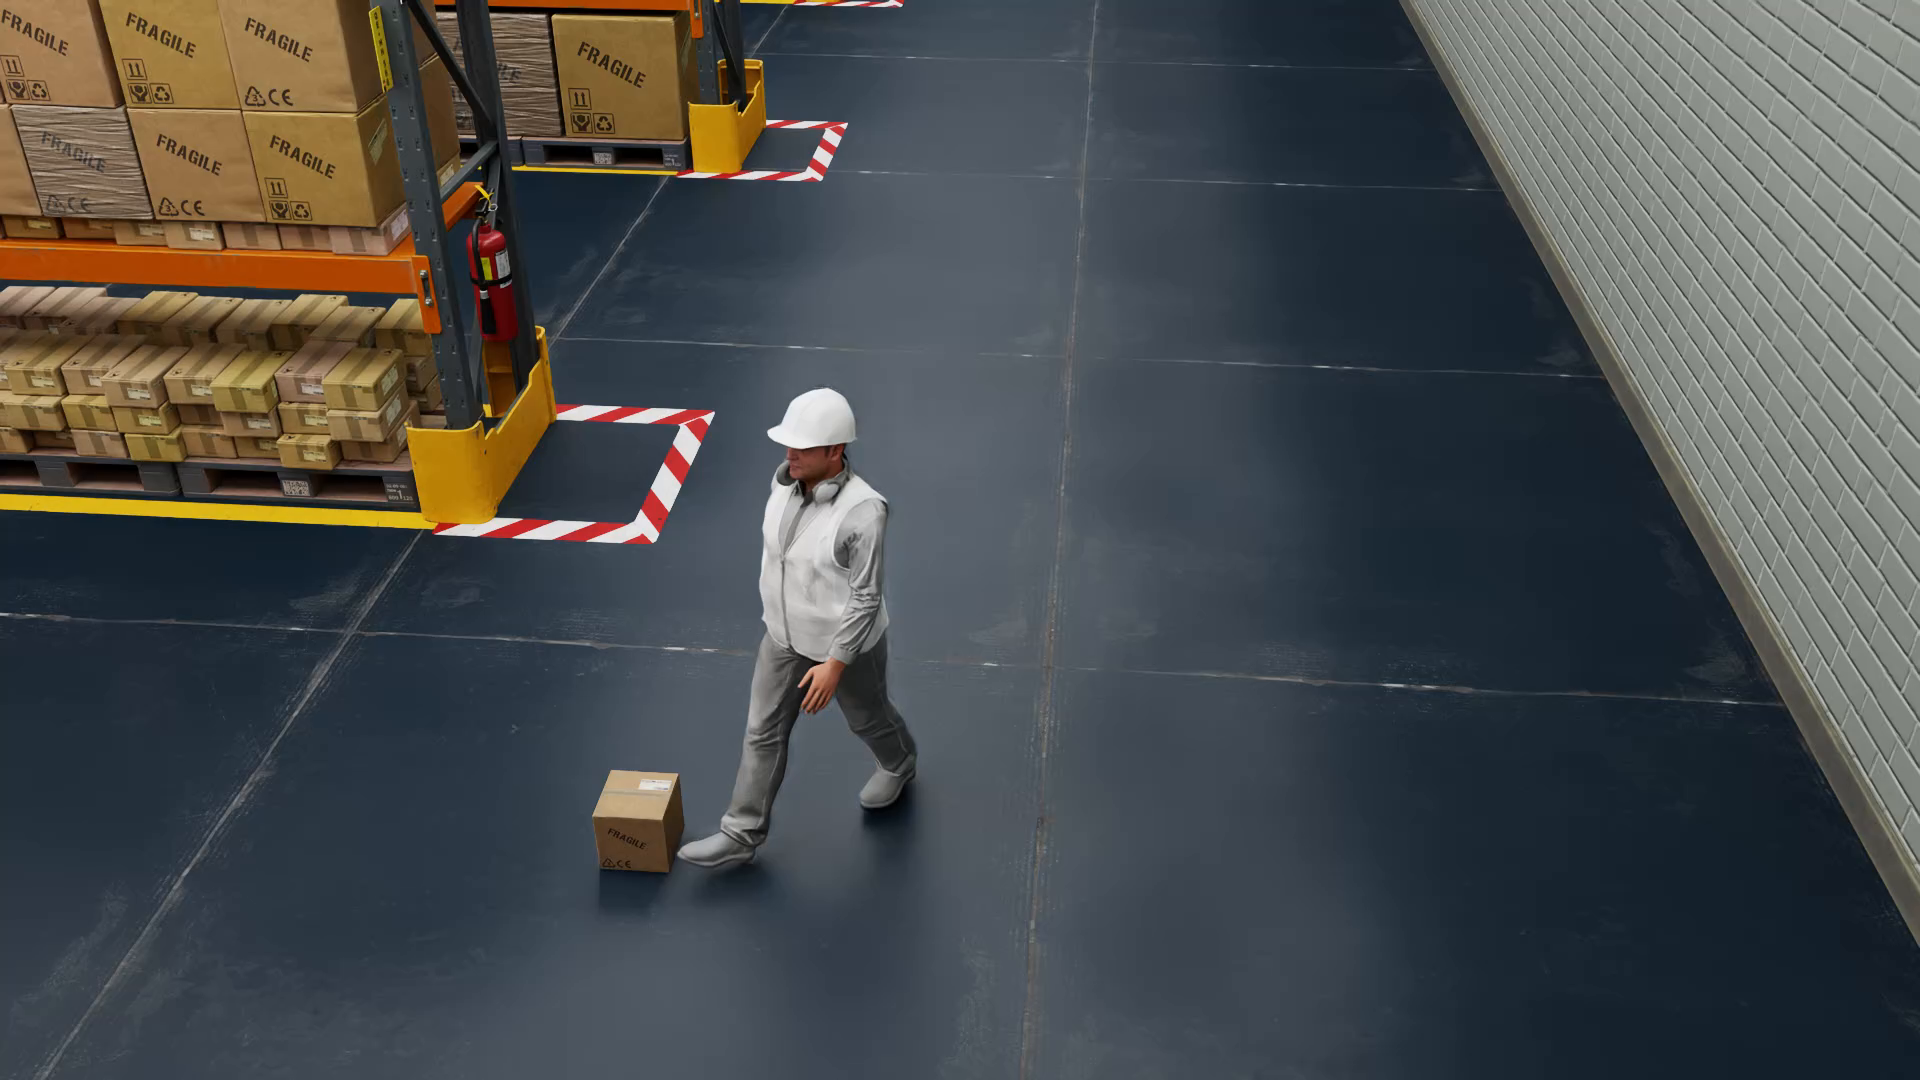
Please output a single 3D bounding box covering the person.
[{"bbox_3d":[-0.513,0.328,5.575,0.553,1.722,0.983,22,38,31],"label":"person"}]
